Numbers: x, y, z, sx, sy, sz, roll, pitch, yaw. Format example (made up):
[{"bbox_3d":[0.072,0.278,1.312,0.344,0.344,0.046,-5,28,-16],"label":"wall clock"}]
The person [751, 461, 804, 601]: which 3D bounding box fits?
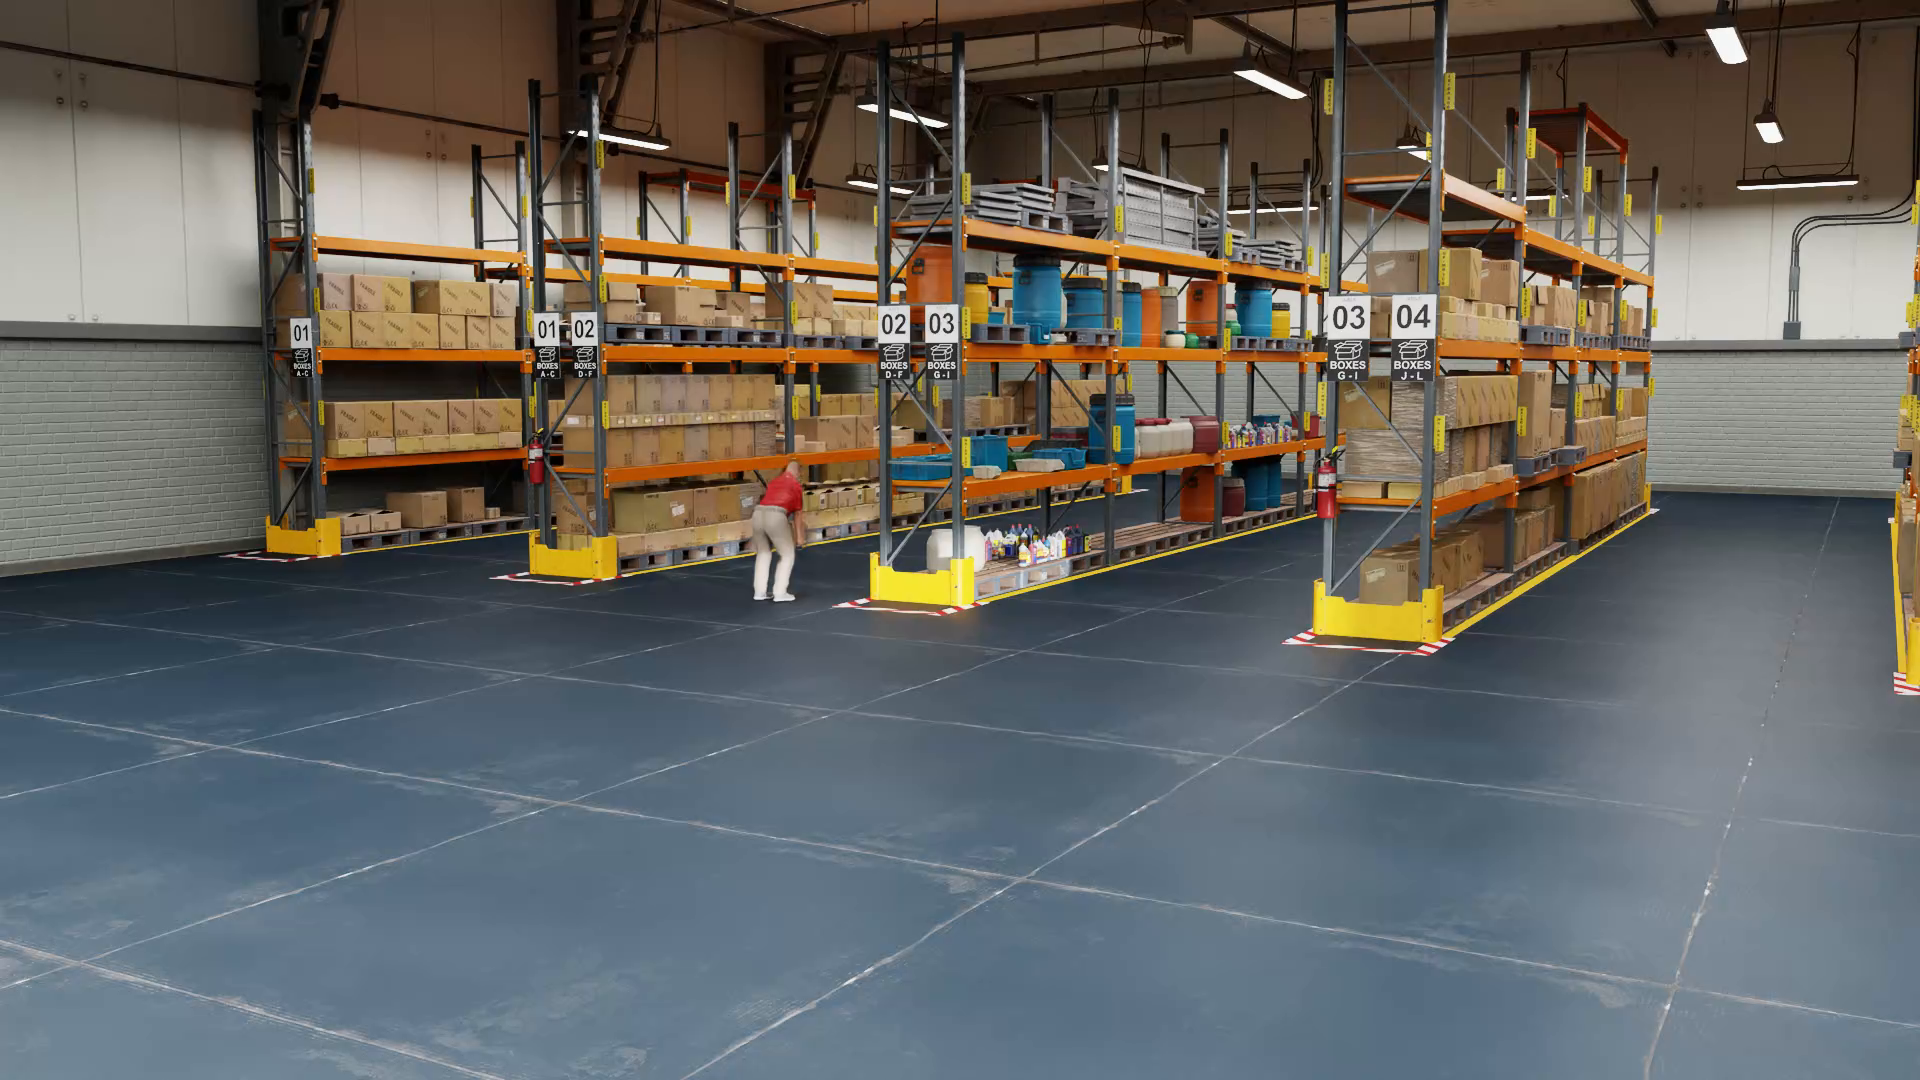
[{"bbox_3d":[-1.972,-0.102,18.309,0.475,1.509,0.779,3,7,27],"label":"person"}]
